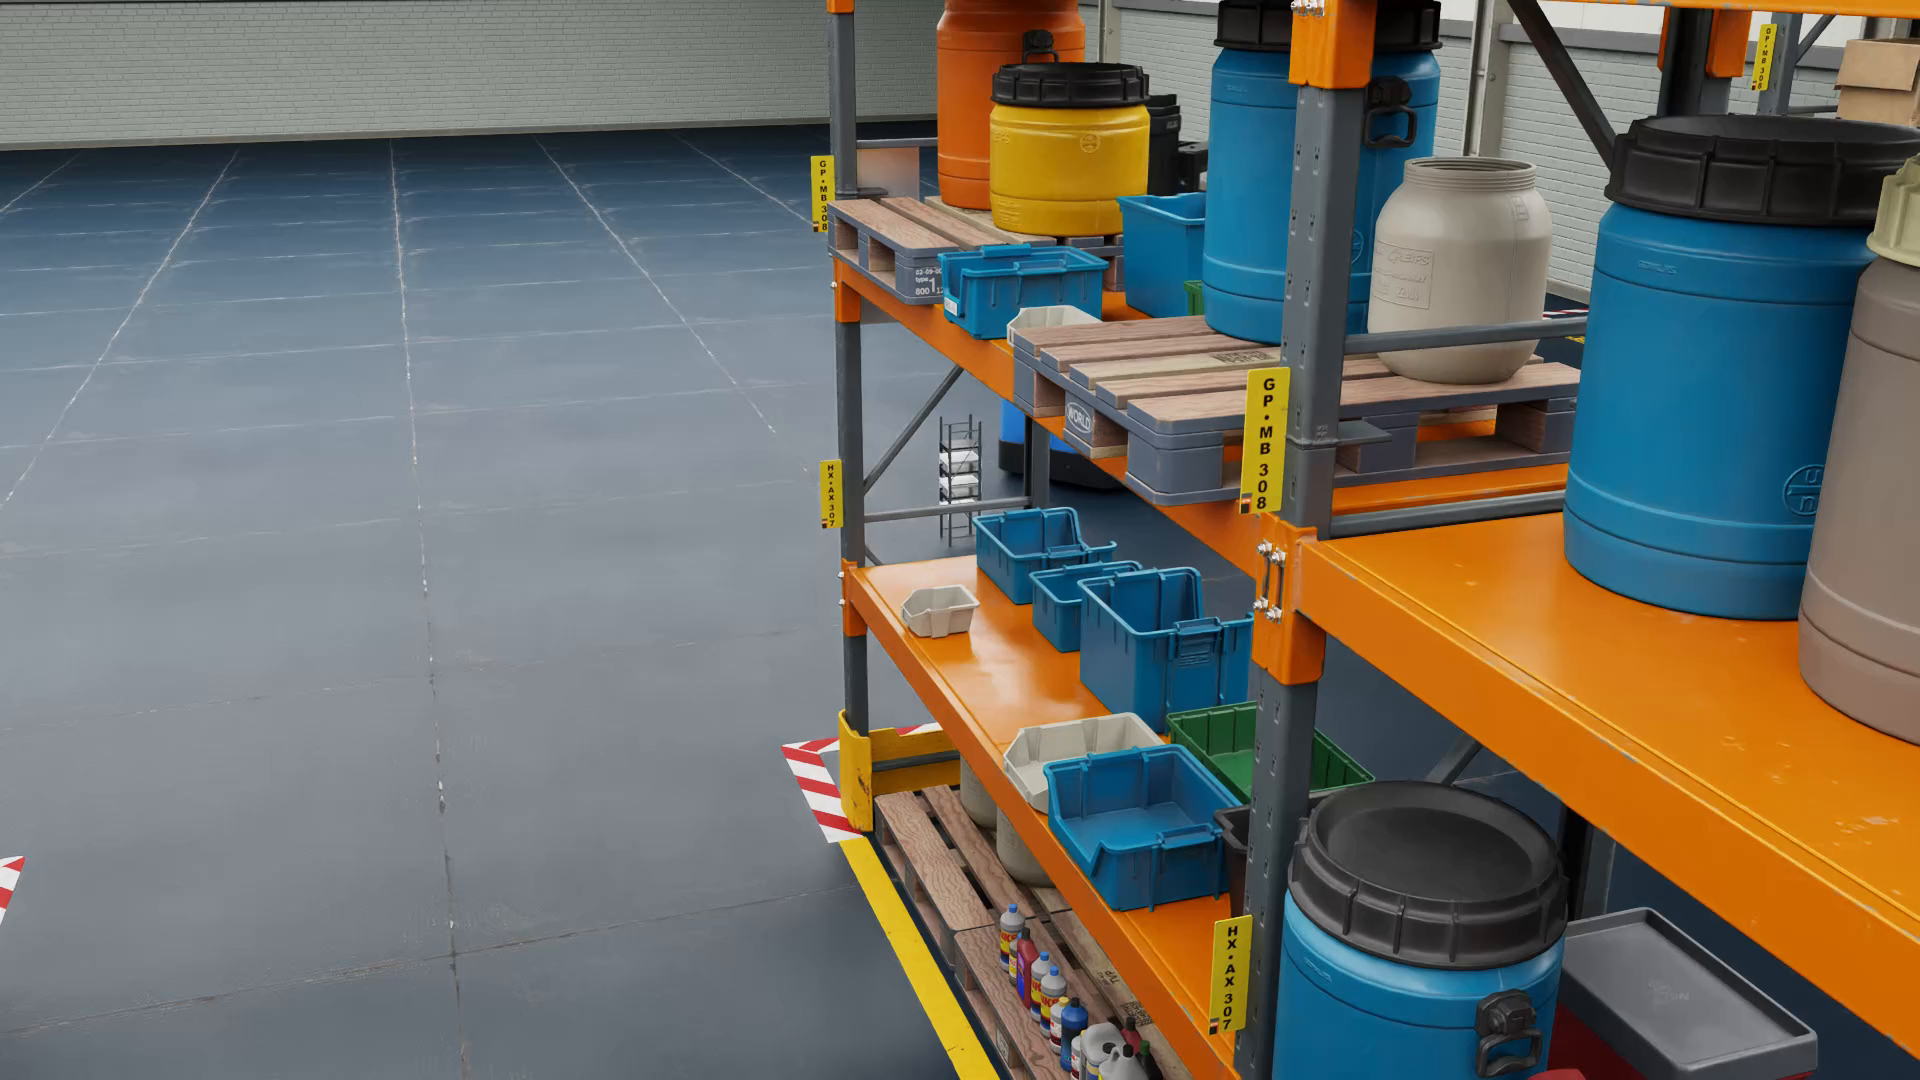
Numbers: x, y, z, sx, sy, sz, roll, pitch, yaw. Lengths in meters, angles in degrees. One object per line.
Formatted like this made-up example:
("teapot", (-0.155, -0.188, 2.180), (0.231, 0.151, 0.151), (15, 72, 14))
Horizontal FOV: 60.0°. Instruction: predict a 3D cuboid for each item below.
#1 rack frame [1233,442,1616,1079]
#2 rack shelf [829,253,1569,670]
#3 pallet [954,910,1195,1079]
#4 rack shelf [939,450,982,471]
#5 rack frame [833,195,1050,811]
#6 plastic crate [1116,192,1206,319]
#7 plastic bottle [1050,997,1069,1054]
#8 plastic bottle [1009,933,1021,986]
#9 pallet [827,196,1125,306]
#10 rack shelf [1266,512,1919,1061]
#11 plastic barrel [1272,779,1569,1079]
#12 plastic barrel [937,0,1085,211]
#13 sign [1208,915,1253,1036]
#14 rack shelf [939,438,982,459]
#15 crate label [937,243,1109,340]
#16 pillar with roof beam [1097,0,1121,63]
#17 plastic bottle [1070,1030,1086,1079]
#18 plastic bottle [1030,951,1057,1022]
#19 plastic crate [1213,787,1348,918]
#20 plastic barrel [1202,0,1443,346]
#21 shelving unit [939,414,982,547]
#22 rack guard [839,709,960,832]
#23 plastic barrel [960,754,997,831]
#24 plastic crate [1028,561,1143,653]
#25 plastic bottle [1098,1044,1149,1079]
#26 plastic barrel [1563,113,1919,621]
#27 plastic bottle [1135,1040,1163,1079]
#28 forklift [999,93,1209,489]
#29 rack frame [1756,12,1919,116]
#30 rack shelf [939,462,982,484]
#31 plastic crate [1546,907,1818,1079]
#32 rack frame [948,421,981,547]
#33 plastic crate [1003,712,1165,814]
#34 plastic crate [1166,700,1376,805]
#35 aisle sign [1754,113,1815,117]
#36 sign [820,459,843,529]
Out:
("rack frame", (1.190, 1.147, 4.287), (1.000, 3.000, 0.127), (-6, 21, -17))
("rack shelf", (0.561, -0.568, 5.688), (1.077, 0.370, 4.000), (-6, 21, -17))
("pallet", (0.631, 1.847, 6.463), (1.003, 0.211, 1.213), (-6, 21, -17))
("rack shelf", (0.003, -0.559, 11.708), (0.258, 0.077, 0.200), (-6, 21, -17))
("rack frame", (-0.067, -0.137, 7.861), (1.000, 3.000, 0.127), (-6, 21, -17))
("plastic crate", (0.818, -0.961, 5.742), (0.392, 0.384, 0.575), (-6, 21, -17))
("plastic bottle", (0.377, 1.762, 6.063), (0.097, 0.201, 0.097), (0, 20, 0))
("plastic bottle", (0.239, 1.621, 6.455), (0.097, 0.201, 0.097), (0, 20, 0))
("pallet", (0.100, -1.184, 6.617), (1.003, 0.211, 1.213), (-6, 21, -17))
("rack shelf", (1.819, 0.715, 2.115), (1.077, 0.370, 4.000), (-6, 21, -17))
("plastic barrel", (1.024, 1.067, 3.767), (0.600, 0.901, 0.708), (-6, 21, -17))
("plastic barrel", (0.206, -1.806, 6.813), (0.600, 0.830, 0.708), (-6, 21, -17))
("sign", (0.664, 1.071, 4.087), (0.100, 0.325, 0.005), (-6, 21, -17))
("rack shelf", (0.003, -0.644, 11.677), (0.258, 0.077, 0.200), (-6, 21, -17))
("crate label", (0.207, -0.843, 5.609), (0.502, 0.251, 0.408), (-6, 21, -17))
("pillar with roof beam", (-1.251, -11.125, 29.577), (9.100, 9.000, 0.400), (-6, 21, -17))
("plastic bottle", (0.442, 1.828, 5.880), (0.097, 0.201, 0.097), (0, 20, 0))
("plastic bottle", (0.314, 1.665, 6.229), (0.097, 0.271, 0.097), (0, 20, 0))
("plastic crate", (1.146, 0.994, 4.803), (0.767, 0.338, 0.504), (-6, 21, -17))
("plastic barrel", (0.979, -1.029, 4.545), (0.600, 0.901, 0.708), (-6, 21, -17))
("shelving unit", (0.003, -0.421, 11.757), (0.258, 0.900, 0.210), (-6, 21, -17))
("rack guard", (0.001, 1.059, 8.229), (1.175, 0.500, 0.348), (-6, 21, -17))
("plastic barrel", (0.212, 1.039, 7.645), (0.421, 0.512, 0.421), (0, 20, 0))
("plastic crate", (0.573, 0.271, 6.945), (0.499, 0.251, 0.408), (-6, 21, -17))
("plastic bottle", (0.552, 1.845, 5.610), (0.144, 0.351, 0.185), (-7, 21, -18))
("plastic barrel", (1.556, -0.361, 3.305), (0.600, 0.901, 0.708), (-6, 21, -17))
("plastic bottle", (0.641, 1.857, 5.675), (0.061, 0.283, 0.133), (-6, 21, -17))
("forklift", (1.536, -2.216, 13.751), (1.130, 2.935, 3.031), (12, 23, 31))
("rack frame", (4.636, -3.486, 8.308), (1.000, 3.000, 0.127), (-6, 21, -17))
("rack shelf", (0.003, -0.474, 11.738), (0.258, 0.077, 0.200), (-6, 21, -17))
("plastic crate", (1.633, 1.239, 3.934), (0.402, 0.464, 0.583), (-6, 21, -17))
("rack frame", (0.035, -0.388, 11.666), (0.240, 0.900, 0.006), (-6, 21, -17))
("plastic crate", (0.439, 0.777, 5.707), (0.530, 0.136, 0.437), (-6, 21, -17))
("plastic crate", (1.031, 0.781, 5.619), (0.450, 0.188, 0.662), (-6, 21, -17))
("aisle sign", (4.325, -1.874, 8.851), (0.394, 0.787, 0.004), (-6, 21, -17))
("sign", (-0.591, -0.210, 7.655), (0.100, 0.325, 0.005), (-6, 21, -17))
